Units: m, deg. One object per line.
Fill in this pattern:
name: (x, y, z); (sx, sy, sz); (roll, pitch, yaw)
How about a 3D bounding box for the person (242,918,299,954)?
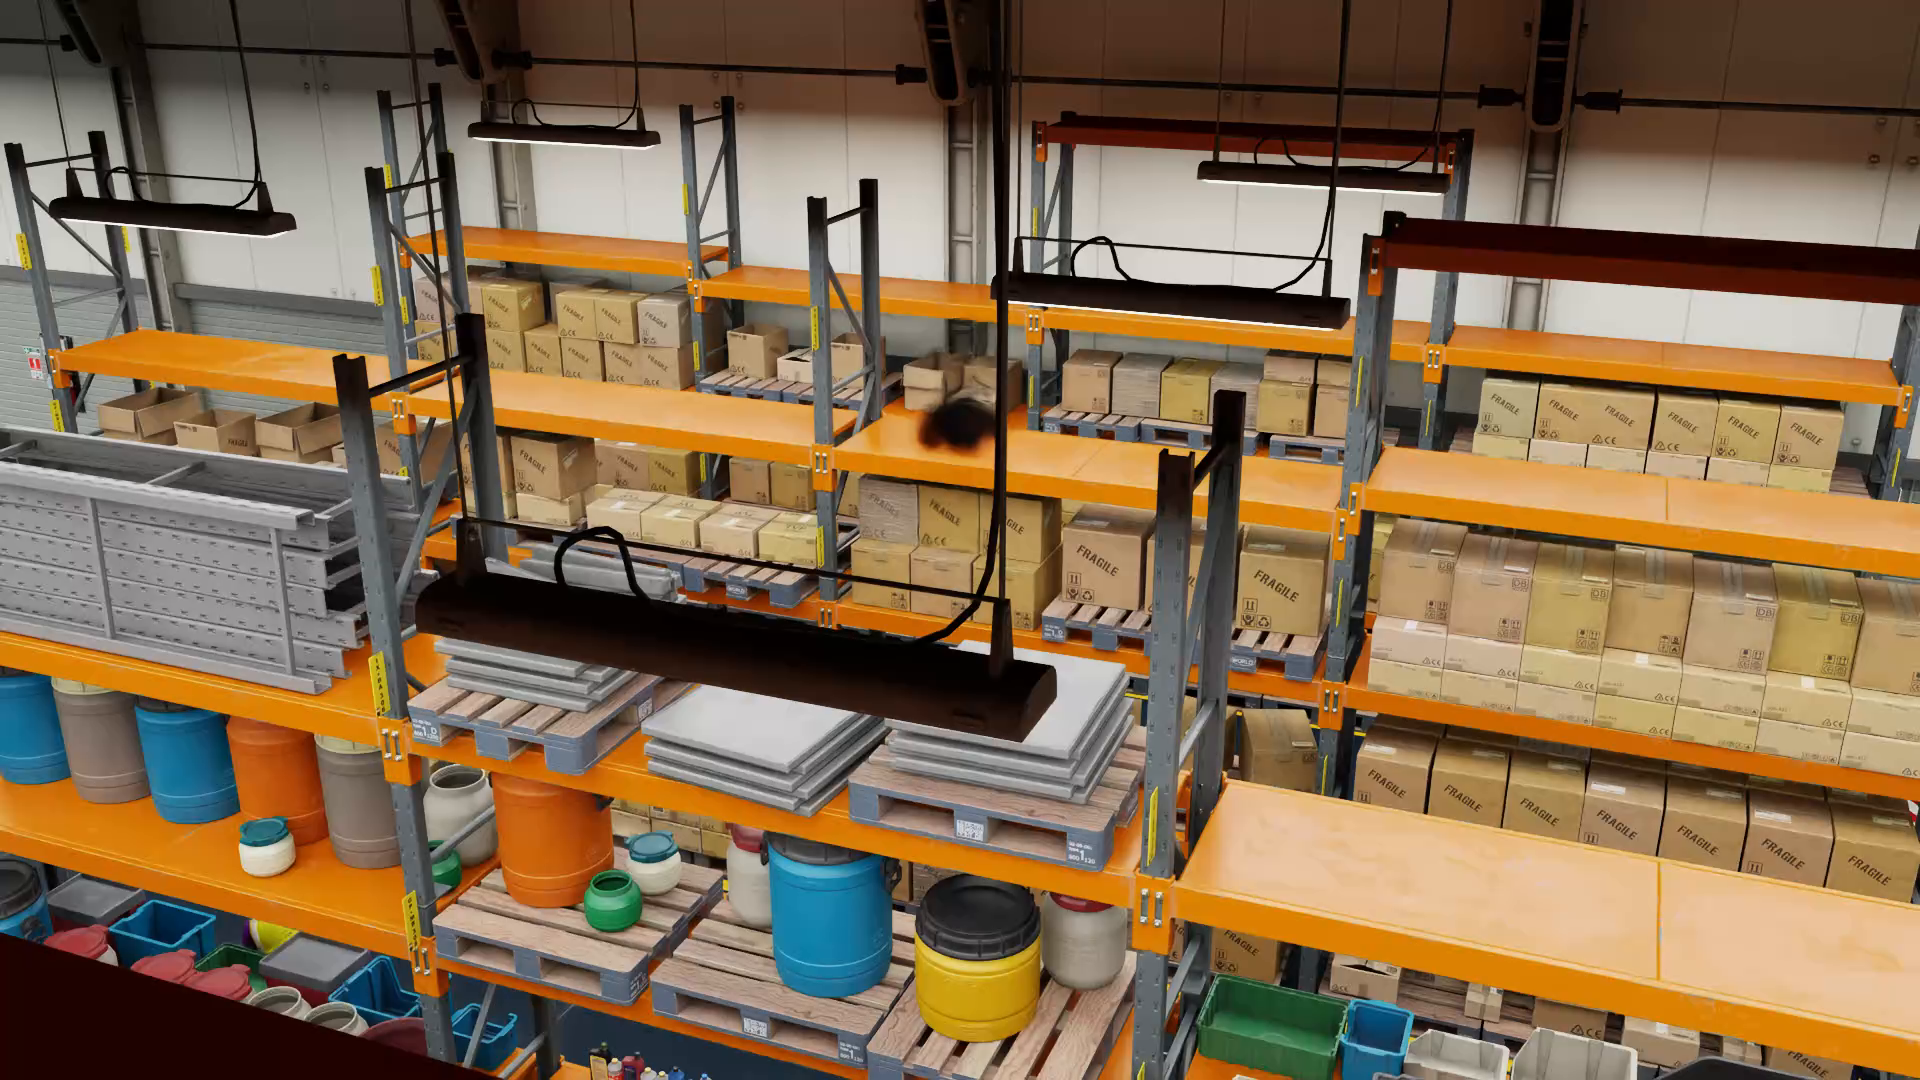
person: (-4.643, 3.113, 11.916); (0.901, 1.672, 0.650); (-3, 21, -7)
